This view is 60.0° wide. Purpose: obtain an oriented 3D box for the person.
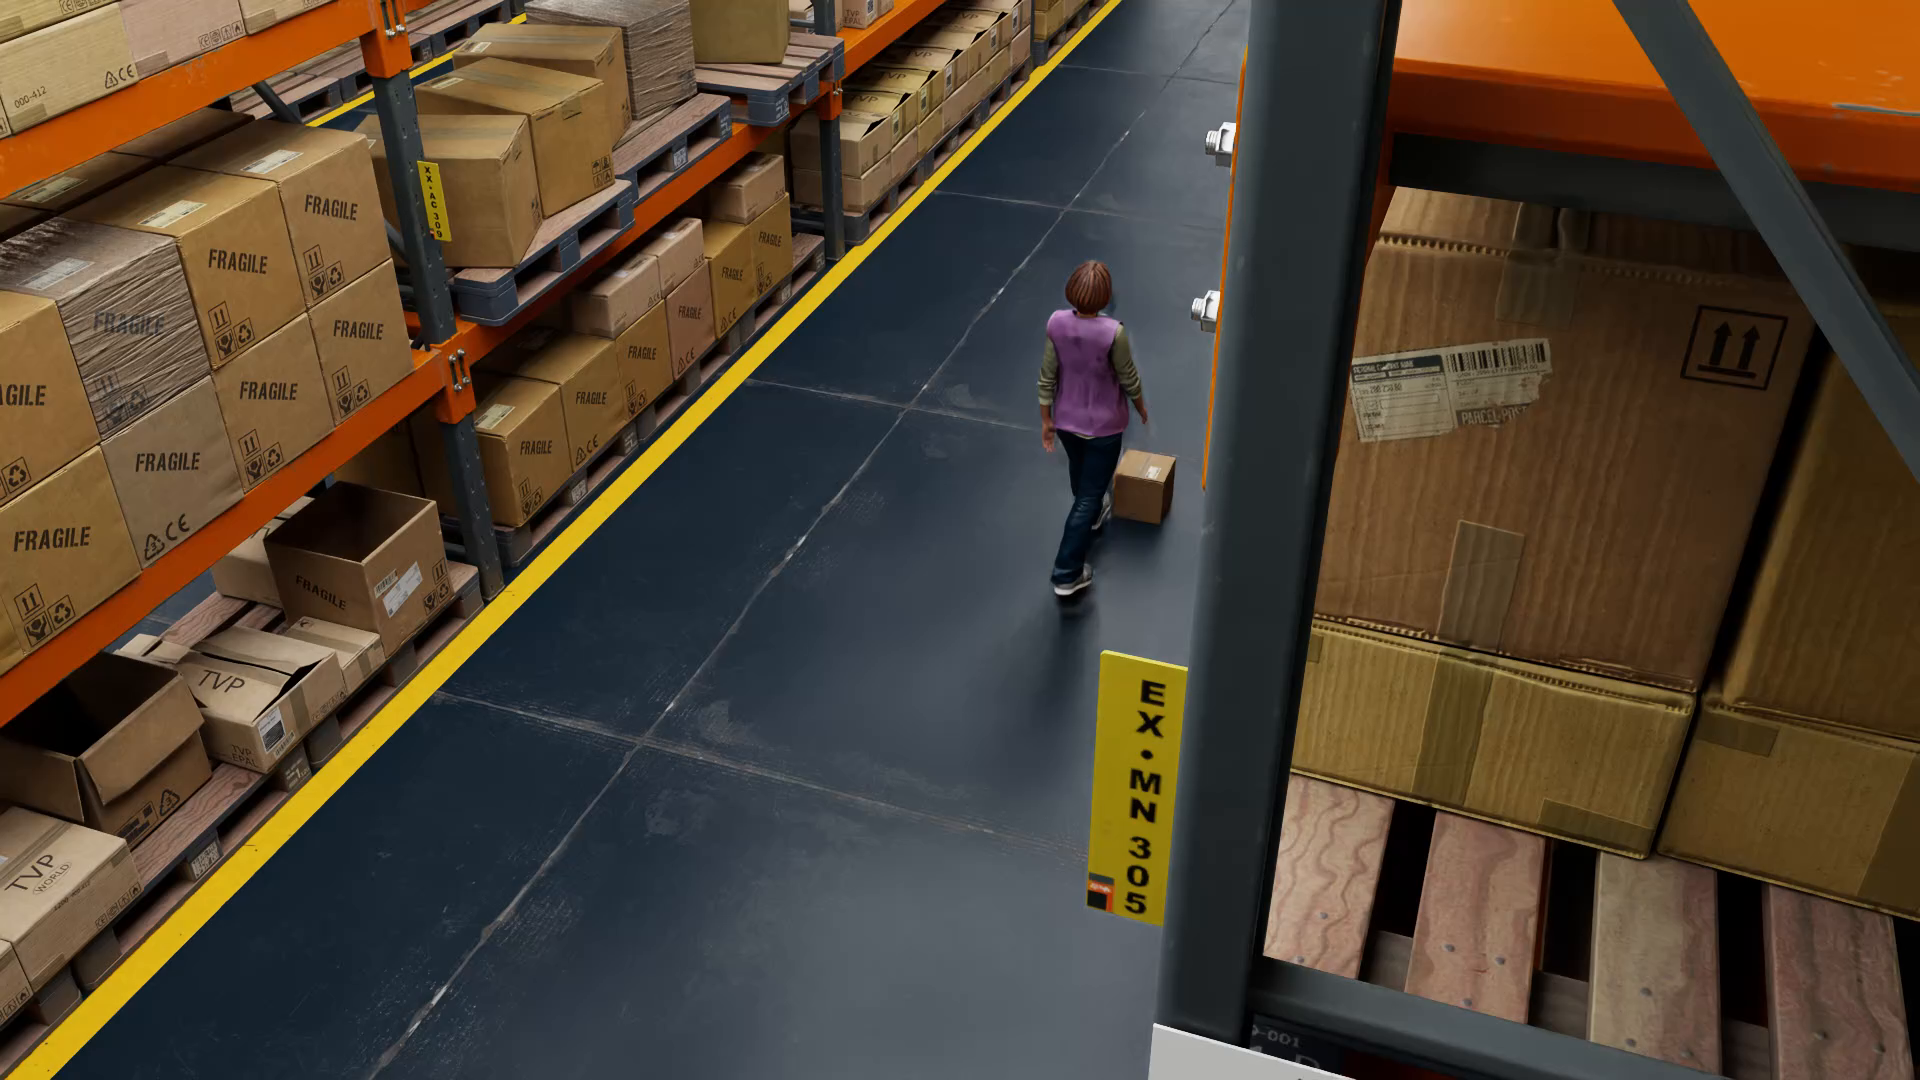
[{"bbox_3d":[0.632,-0.570,7.483,0.422,1.554,0.826,20,39,27],"label":"person"}]
